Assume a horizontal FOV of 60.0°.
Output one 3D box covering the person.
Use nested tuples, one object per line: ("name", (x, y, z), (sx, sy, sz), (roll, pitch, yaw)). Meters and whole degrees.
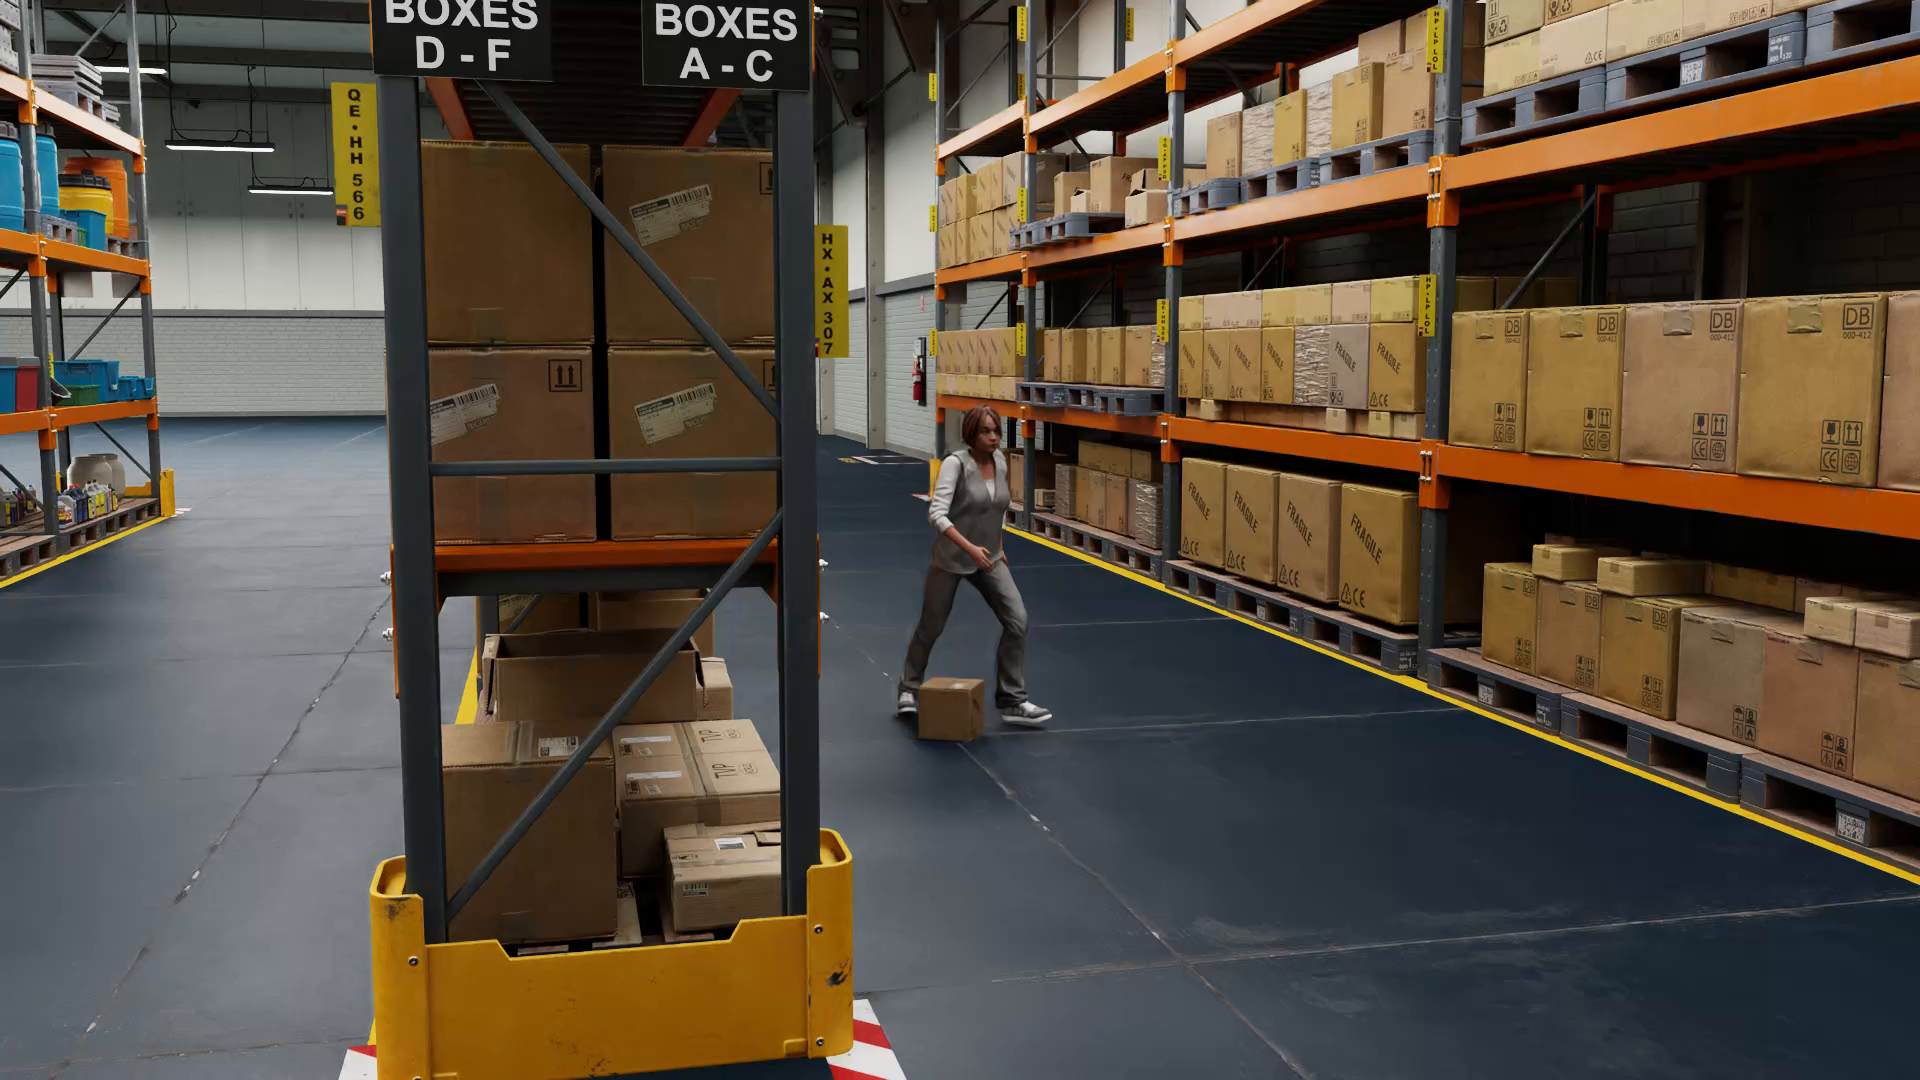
("person", (0.026, 0.163, 8.006), (0.550, 1.419, 0.783), (-4, 8, -33))
